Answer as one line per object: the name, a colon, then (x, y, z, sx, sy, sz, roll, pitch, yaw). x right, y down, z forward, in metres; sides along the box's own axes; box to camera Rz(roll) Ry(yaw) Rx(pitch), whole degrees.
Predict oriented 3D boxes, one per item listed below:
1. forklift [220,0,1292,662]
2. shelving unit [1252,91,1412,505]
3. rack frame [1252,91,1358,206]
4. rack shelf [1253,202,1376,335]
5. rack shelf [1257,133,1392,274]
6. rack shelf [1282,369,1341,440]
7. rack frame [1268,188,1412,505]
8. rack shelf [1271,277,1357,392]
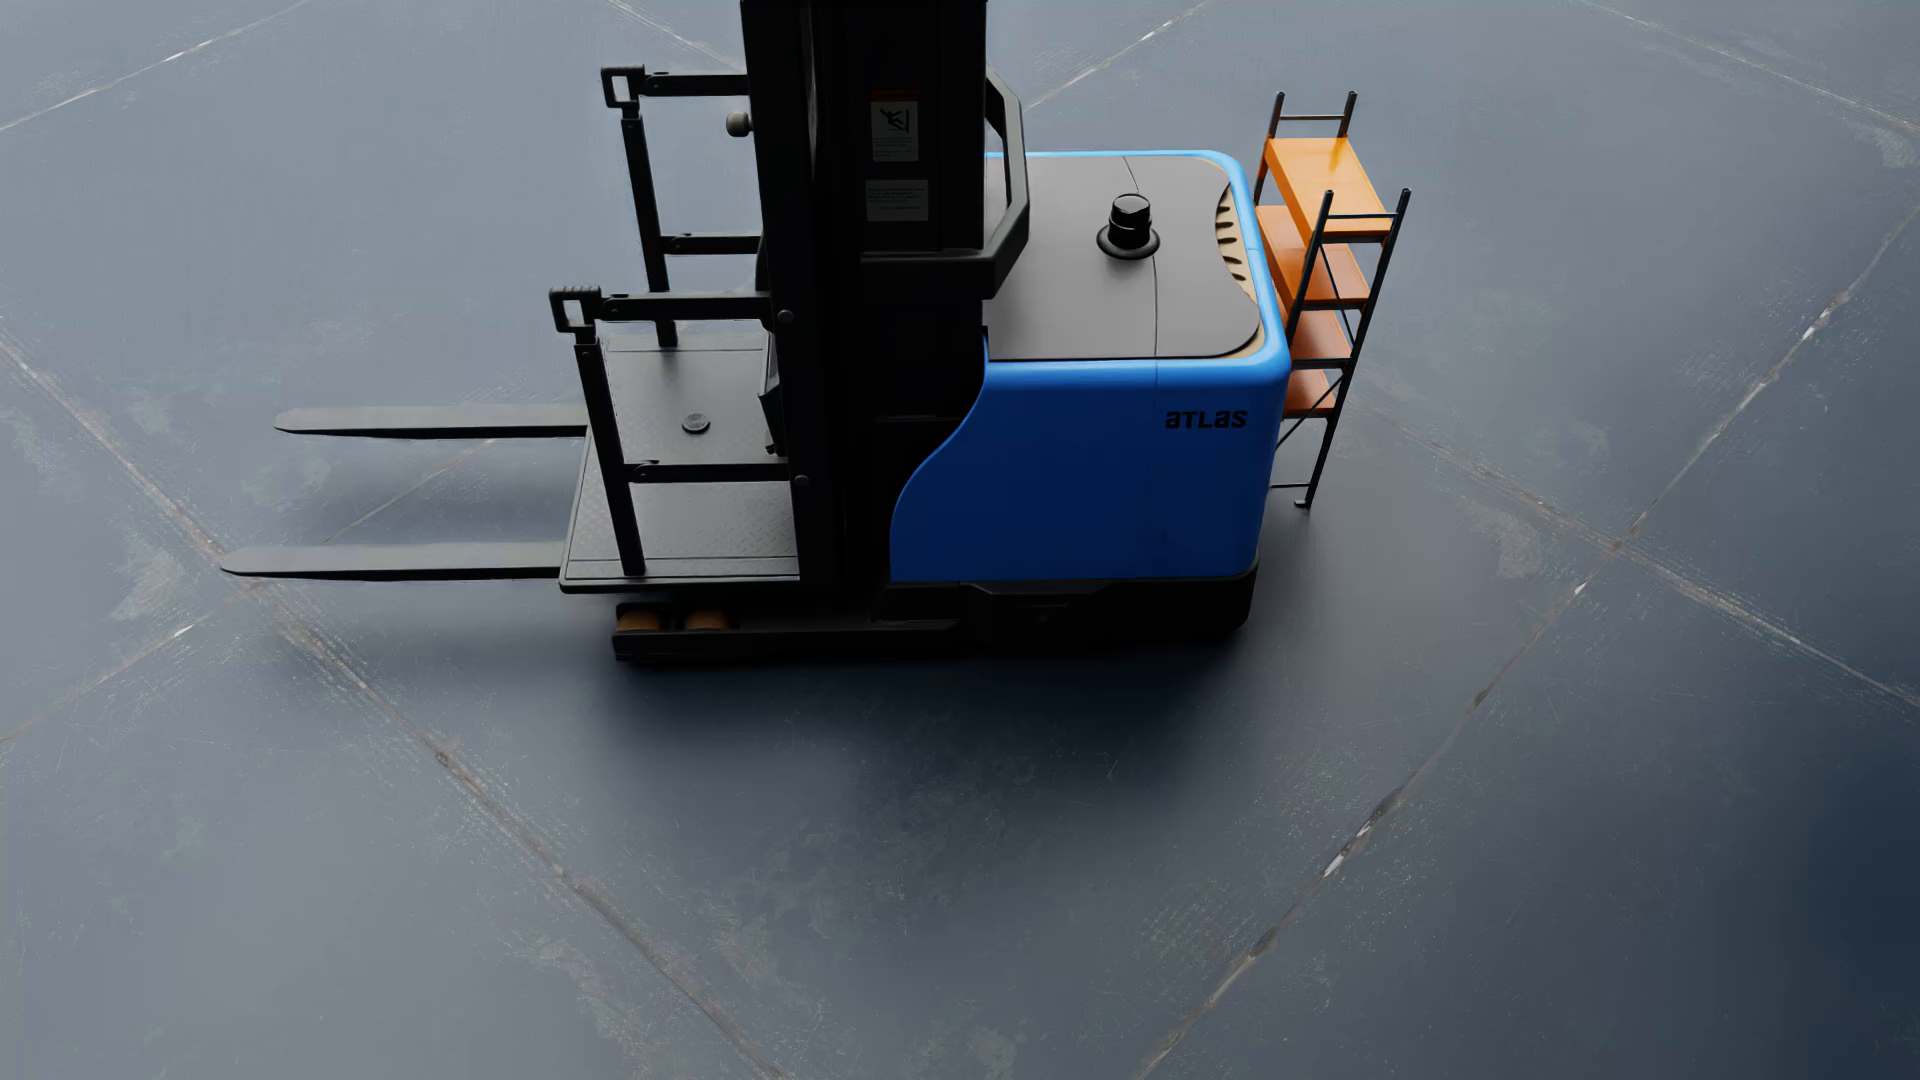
forklift: (-0.661, -1.035, 4.211, 3.031, 2.935, 1.130, -1, 47, -1)
shelving unit: (1.023, -0.704, 5.076, 0.258, 1.200, 0.503, -3, 47, -9)
rack frame: (0.989, -0.881, 5.241, 0.240, 1.200, 0.015, -3, 47, -9)
rack shelf: (1.035, -0.812, 4.963, 0.258, 0.148, 0.480, -3, 47, -9)
rack shelf: (1.052, -0.975, 4.793, 0.258, 0.148, 0.480, -3, 47, -9)
rack shelf: (1.003, -0.521, 5.268, 0.258, 0.148, 0.480, -3, 47, -9)
rack frame: (1.057, -0.528, 4.911, 0.240, 1.200, 0.015, -3, 47, -9)
rack shelf: (1.018, -0.658, 5.124, 0.258, 0.148, 0.480, -3, 47, -9)
